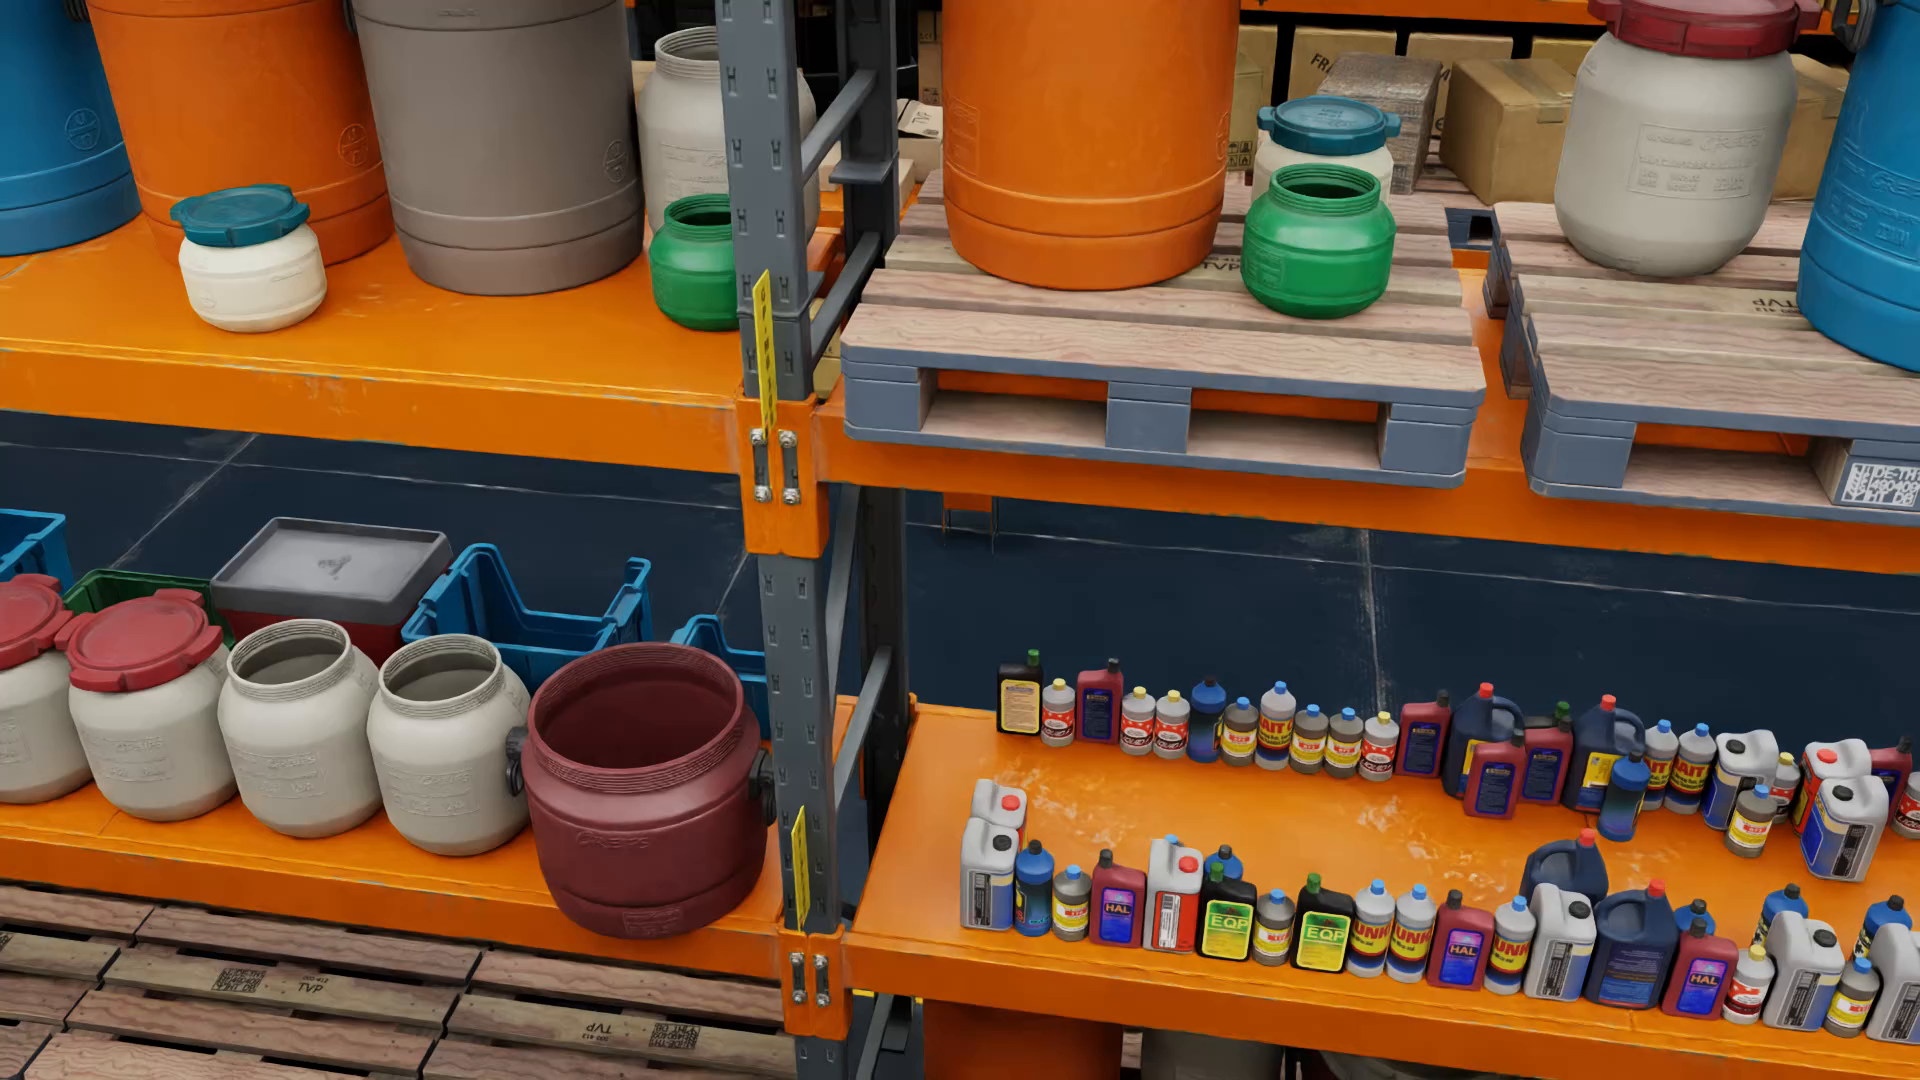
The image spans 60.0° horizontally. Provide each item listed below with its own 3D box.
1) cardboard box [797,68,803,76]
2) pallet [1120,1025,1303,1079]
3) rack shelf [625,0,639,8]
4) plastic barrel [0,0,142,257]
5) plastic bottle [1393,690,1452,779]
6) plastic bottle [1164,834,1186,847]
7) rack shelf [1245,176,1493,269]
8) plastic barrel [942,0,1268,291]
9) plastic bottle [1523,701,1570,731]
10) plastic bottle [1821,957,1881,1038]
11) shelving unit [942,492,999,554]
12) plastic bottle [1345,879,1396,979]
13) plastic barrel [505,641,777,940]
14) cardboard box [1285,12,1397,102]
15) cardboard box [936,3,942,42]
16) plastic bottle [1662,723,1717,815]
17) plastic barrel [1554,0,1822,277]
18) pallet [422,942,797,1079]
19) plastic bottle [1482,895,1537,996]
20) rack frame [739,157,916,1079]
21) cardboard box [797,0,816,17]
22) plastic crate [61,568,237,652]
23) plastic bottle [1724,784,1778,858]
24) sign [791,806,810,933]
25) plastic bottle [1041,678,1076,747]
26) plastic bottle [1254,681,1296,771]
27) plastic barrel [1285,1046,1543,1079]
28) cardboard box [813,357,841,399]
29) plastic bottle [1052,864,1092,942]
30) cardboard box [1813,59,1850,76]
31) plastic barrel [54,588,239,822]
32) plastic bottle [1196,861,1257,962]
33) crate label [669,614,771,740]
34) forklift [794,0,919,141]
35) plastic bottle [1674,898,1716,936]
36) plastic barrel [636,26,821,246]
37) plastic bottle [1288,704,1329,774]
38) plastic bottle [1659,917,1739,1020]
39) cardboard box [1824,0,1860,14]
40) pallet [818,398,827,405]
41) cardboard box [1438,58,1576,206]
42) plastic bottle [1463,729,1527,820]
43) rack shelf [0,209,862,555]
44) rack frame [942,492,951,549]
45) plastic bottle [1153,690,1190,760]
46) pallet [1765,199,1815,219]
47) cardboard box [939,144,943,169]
[{"bbox_3d":[-1.116,-2.199,8.841,0.500,0.500,0.500,3,32,6],"label":"cardboard box"},{"bbox_3d":[0.488,1.806,5.166,1.213,0.211,1.003,5,32,8],"label":"pallet"},{"bbox_3d":[-0.601,-4.480,13.258,4.000,0.370,1.077,5,32,8],"label":"rack shelf"},{"bbox_3d":[-2.412,-1.217,4.067,0.708,0.901,0.600,5,32,8],"label":"plastic barrel"},{"bbox_3d":[1.301,0.540,4.670,0.133,0.283,0.061,5,32,8],"label":"plastic bottle"},{"bbox_3d":[0.535,0.842,4.265,0.097,0.201,0.097,0,32,0],"label":"plastic bottle"},{"bbox_3d":[2.512,-1.531,8.548,4.000,0.370,1.077,5,32,8],"label":"rack shelf"},{"bbox_3d":[0.263,-1.004,3.399,0.708,0.830,0.600,5,32,8],"label":"plastic barrel"},{"bbox_3d":[1.615,0.568,4.625,0.133,0.283,0.061,5,32,8],"label":"plastic bottle"},{"bbox_3d":[2.095,1.065,3.909,0.097,0.201,0.097,0,32,0],"label":"plastic bottle"},{"bbox_3d":[0.053,-0.440,7.964,0.252,1.050,0.215,5,32,8],"label":"shelving unit"},{"bbox_3d":[1.001,0.936,4.049,0.097,0.271,0.097,0,32,0],"label":"plastic bottle"},{"bbox_3d":[-0.805,0.635,4.281,0.708,0.536,0.600,5,32,8],"label":"plastic barrel"},{"bbox_3d":[2.936,-3.657,12.896,0.750,0.750,0.750,5,32,8],"label":"cardboard box"},{"bbox_3d":[0.101,-4.172,13.322,0.500,0.250,0.500,6,33,9],"label":"cardboard box"},{"bbox_3d":[2.003,0.618,4.556,0.097,0.271,0.097,0,32,0],"label":"plastic bottle"},{"bbox_3d":[1.477,-0.852,3.433,0.433,0.535,0.433,0,32,0],"label":"plastic barrel"},{"bbox_3d":[-1.053,1.668,5.386,1.213,0.211,1.003,5,32,8],"label":"pallet"},{"bbox_3d":[1.324,0.965,4.002,0.097,0.271,0.097,0,32,0],"label":"plastic bottle"},{"bbox_3d":[-0.296,0.575,4.504,0.127,3.000,1.000,5,32,8],"label":"rack frame"},{"bbox_3d":[-1.409,-4.313,13.549,0.500,0.250,0.500,5,32,7],"label":"cardboard box"},{"bbox_3d":[-2.475,0.316,5.118,0.662,0.188,0.450,5,32,8],"label":"plastic crate"},{"bbox_3d":[2.111,0.740,4.428,0.097,0.201,0.097,0,32,0],"label":"plastic bottle"},{"bbox_3d":[-0.382,0.795,4.000,0.005,0.325,0.100,5,32,8],"label":"sign"},{"bbox_3d":[0.285,0.492,4.823,0.097,0.201,0.097,0,32,0],"label":"plastic bottle"},{"bbox_3d":[0.896,0.518,4.716,0.097,0.271,0.097,0,32,0],"label":"plastic bottle"},{"bbox_3d":[1.302,1.555,4.815,0.708,0.588,0.600,5,32,8],"label":"plastic barrel"},{"bbox_3d":[-0.528,-0.991,9.202,0.500,0.250,0.500,5,32,8],"label":"cardboard box"},{"bbox_3d":[0.282,0.901,4.171,0.097,0.201,0.097,0,32,0],"label":"plastic bottle"},{"bbox_3d":[6.340,-3.396,12.197,0.250,0.149,0.380,6,33,10],"label":"cardboard box"},{"bbox_3d":[-2.183,0.465,4.552,0.433,0.535,0.433,0,32,0],"label":"plastic barrel"},{"bbox_3d":[0.656,0.910,4.080,0.133,0.283,0.061,5,32,8],"label":"plastic bottle"},{"bbox_3d":[-0.648,0.413,4.921,0.416,0.233,0.303,5,32,8],"label":"crate label"},{"bbox_3d":[-0.864,-3.331,10.810,1.130,2.935,3.031,-7,33,-10],"label":"forklift"},{"bbox_3d":[1.745,0.971,3.993,0.097,0.271,0.097,0,32,0],"label":"plastic bottle"},{"bbox_3d":[-0.551,-0.931,3.978,0.421,0.512,0.421,0,32,0],"label":"plastic barrel"},{"bbox_3d":[0.992,0.556,4.721,0.097,0.201,0.097,0,32,0],"label":"plastic bottle"},{"bbox_3d":[1.750,1.009,3.921,0.133,0.283,0.061,5,32,8],"label":"plastic bottle"},{"bbox_3d":[6.564,-4.251,11.932,0.700,0.700,0.980,4,32,7],"label":"cardboard box"},{"bbox_3d":[-0.264,-0.927,9.532,1.213,0.211,1.003,5,32,8],"label":"pallet"},{"bbox_3d":[2.732,-2.004,8.134,0.500,0.500,0.700,-3,32,-4],"label":"cardboard box"},{"bbox_3d":[1.459,0.632,4.524,0.133,0.283,0.061,5,32,8],"label":"plastic bottle"},{"bbox_3d":[-2.268,-0.570,4.184,4.000,0.370,1.077,5,32,8],"label":"rack shelf"},{"bbox_3d":[-0.068,-0.451,7.981,0.008,1.050,0.200,5,32,8],"label":"rack frame"},{"bbox_3d":[0.608,0.522,4.777,0.097,0.201,0.097,0,32,0],"label":"plastic bottle"},{"bbox_3d":[3.714,-1.705,8.328,1.213,0.211,1.003,5,32,8],"label":"pallet"},{"bbox_3d":[0.190,-2.032,8.754,0.500,0.311,0.500,7,33,11],"label":"cardboard box"}]
